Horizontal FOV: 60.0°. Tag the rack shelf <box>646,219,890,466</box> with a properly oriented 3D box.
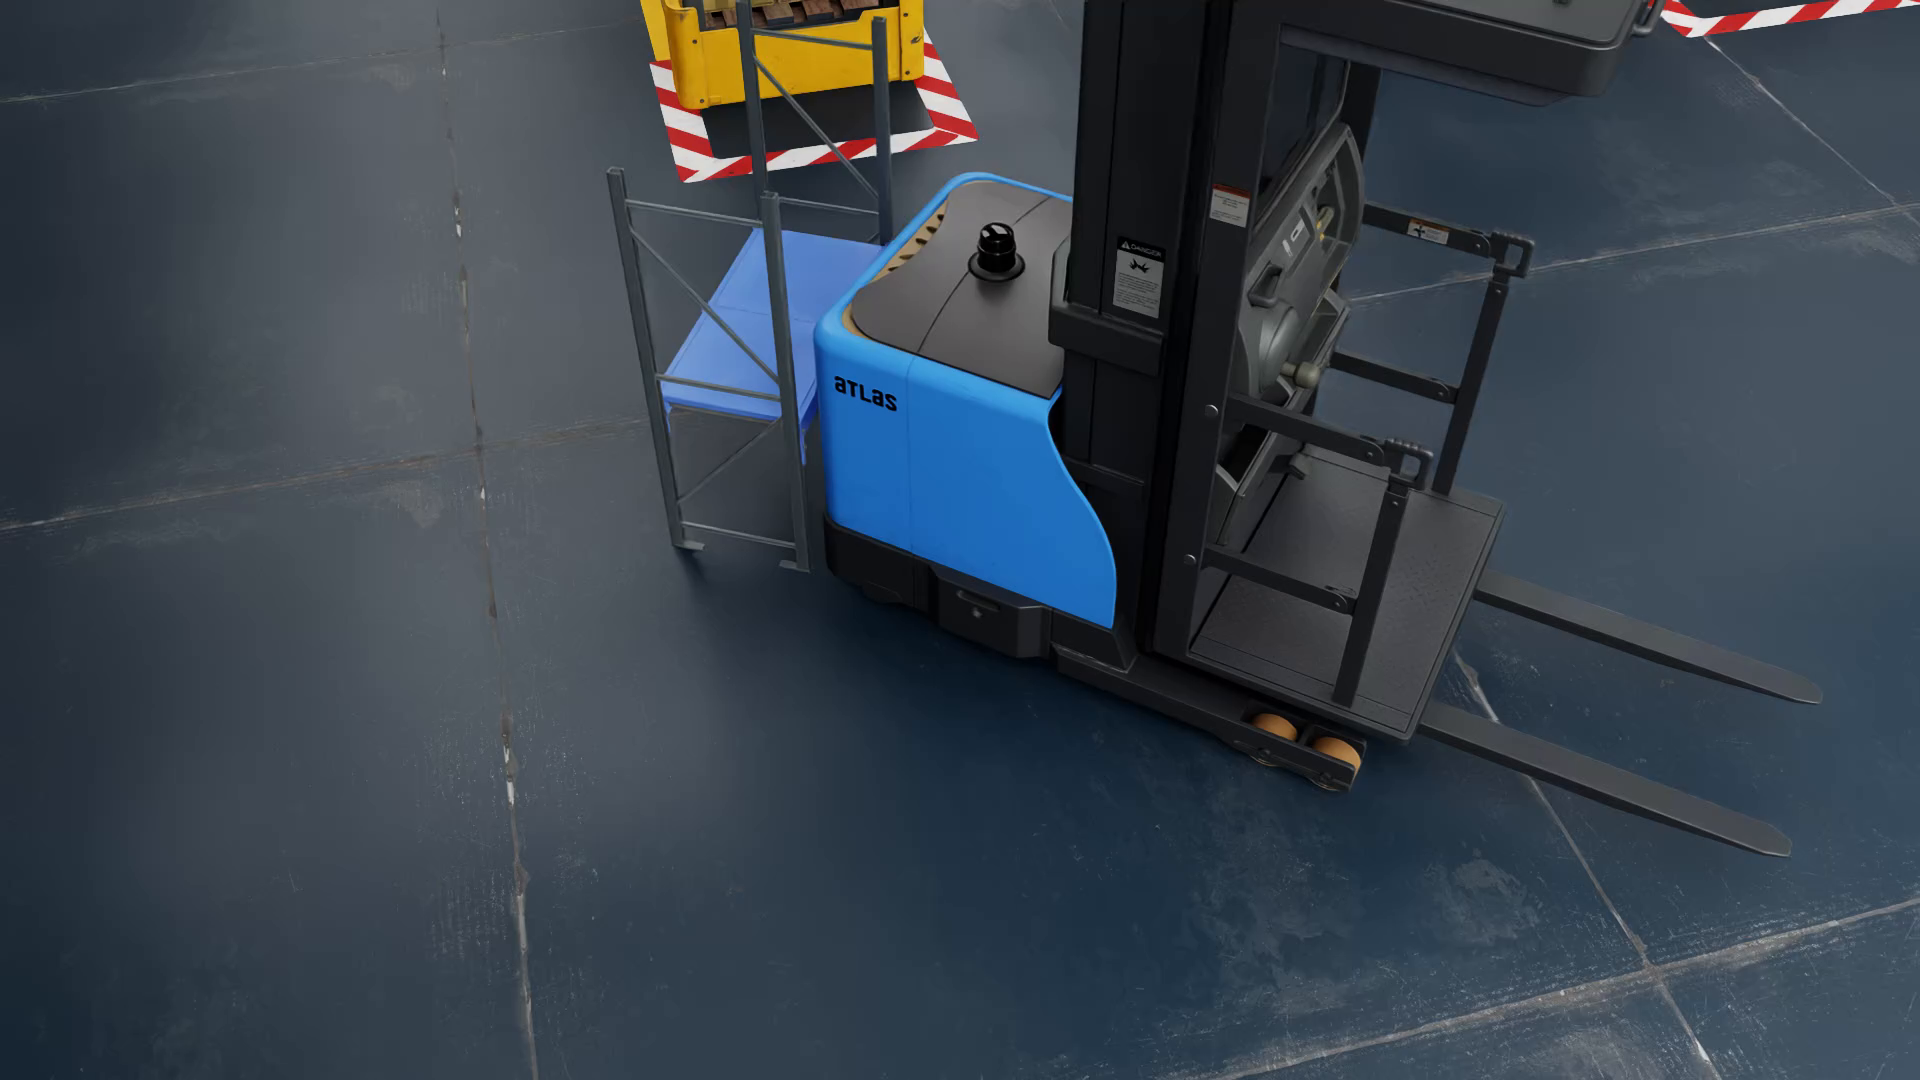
[{"bbox_3d":[-0.613,-0.693,5.631,0.538,0.185,1.000,11,47,11],"label":"rack shelf"}]

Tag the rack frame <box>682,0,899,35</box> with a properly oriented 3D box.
[{"bbox_3d":[-0.771,-3.275,6.860,1.000,3.000,0.127,-11,47,-10],"label":"rack frame"}]

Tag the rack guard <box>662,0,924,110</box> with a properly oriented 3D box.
[{"bbox_3d":[-0.765,-2.384,7.736,1.175,0.500,0.348,-11,47,-10],"label":"rack guard"}]

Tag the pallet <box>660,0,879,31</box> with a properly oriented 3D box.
[{"bbox_3d":[-1.007,-2.820,8.366,1.003,0.211,1.213,-11,47,-10],"label":"pallet"}]

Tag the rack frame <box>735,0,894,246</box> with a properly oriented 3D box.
[{"bbox_3d":[-0.478,-1.169,5.846,0.500,1.500,0.032,11,47,11],"label":"rack frame"}]

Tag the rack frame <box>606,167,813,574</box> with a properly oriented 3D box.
[{"bbox_3d":[-0.747,-0.469,5.159,0.500,1.500,0.032,11,47,11],"label":"rack frame"}]

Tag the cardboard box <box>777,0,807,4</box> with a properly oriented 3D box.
[{"bbox_3d":[-0.693,-2.871,8.095,0.500,0.250,0.500,-11,47,-10],"label":"cardboard box"}]

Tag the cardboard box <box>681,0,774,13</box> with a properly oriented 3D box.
[{"bbox_3d":[-1.194,-2.776,8.002,0.500,0.250,0.500,-11,47,-10],"label":"cardboard box"}]

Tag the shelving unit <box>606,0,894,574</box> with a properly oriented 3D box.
[{"bbox_3d":[-0.613,-0.819,5.503,0.538,1.500,1.048,11,47,11],"label":"shelving unit"}]

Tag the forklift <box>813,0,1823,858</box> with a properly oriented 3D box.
[{"bbox_3d":[1.098,-0.709,4.393,3.031,2.935,1.130,21,49,19],"label":"forklift"}]
